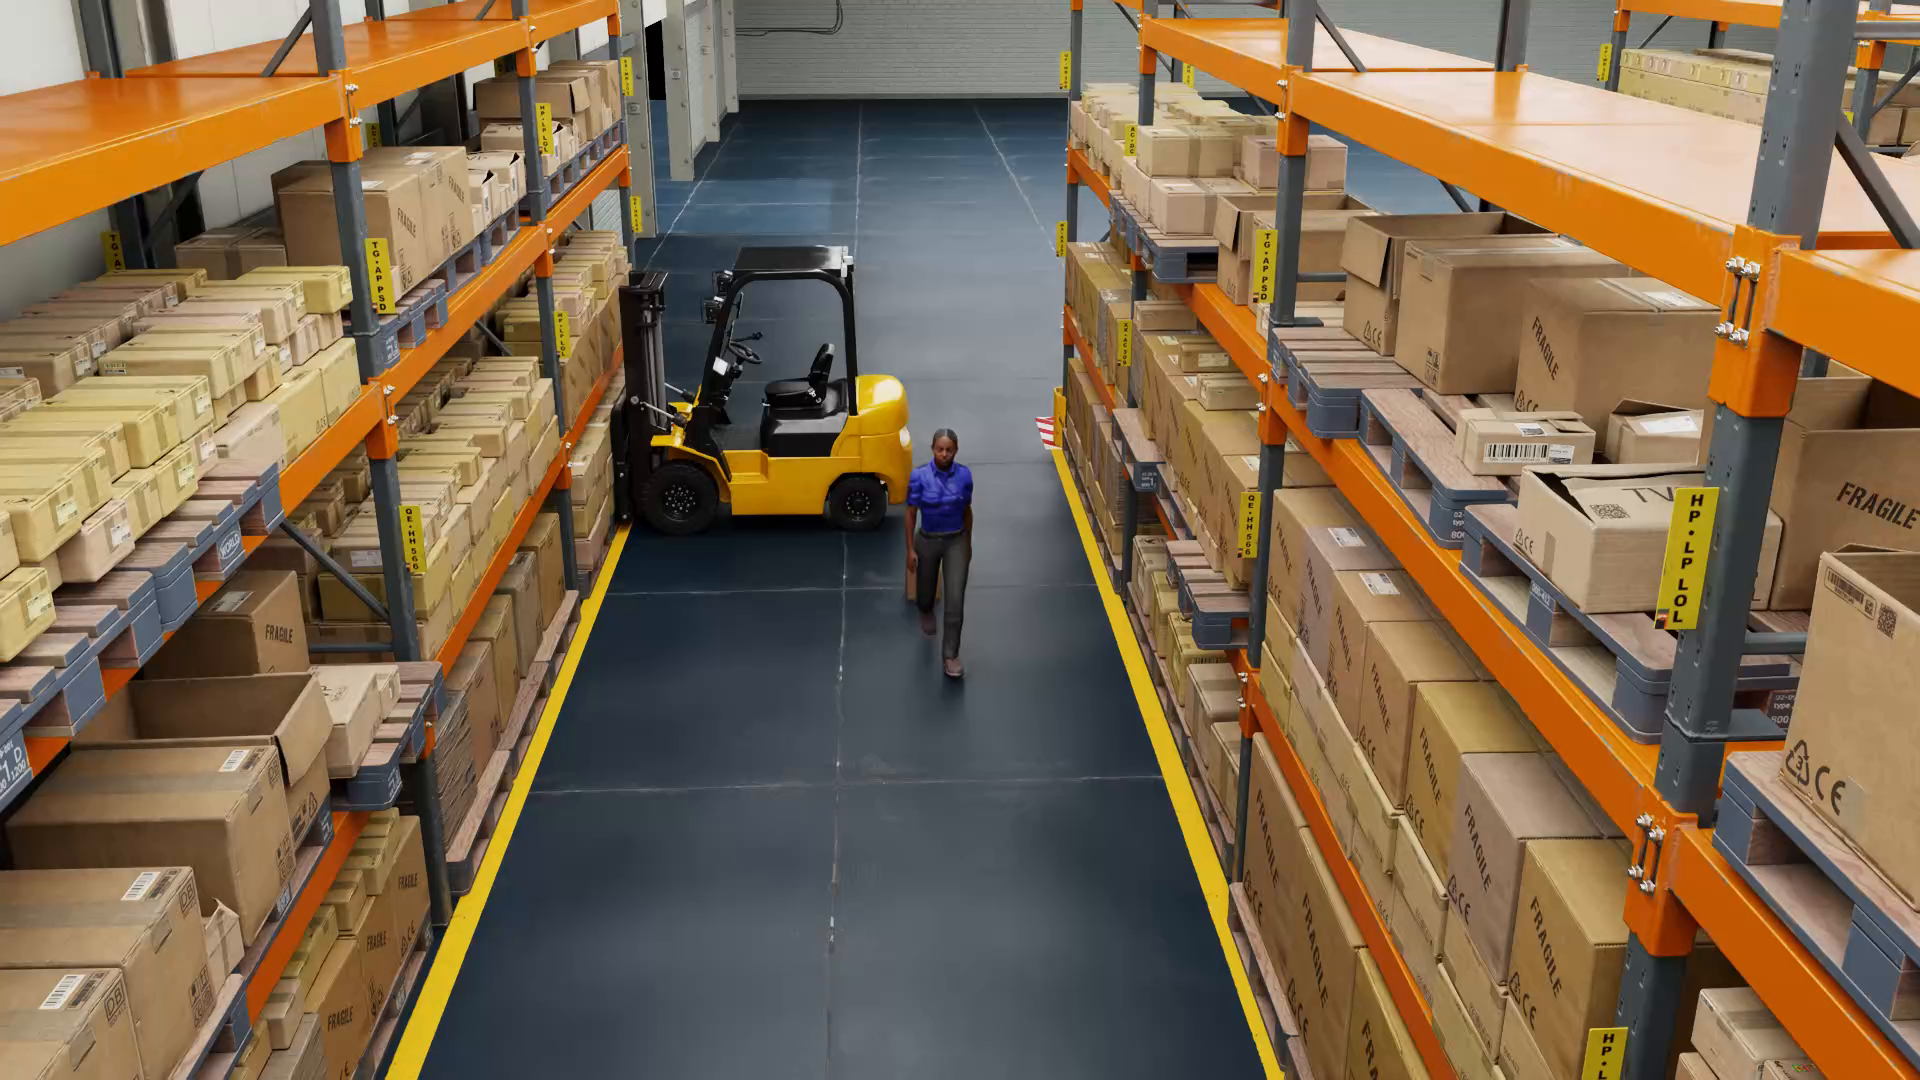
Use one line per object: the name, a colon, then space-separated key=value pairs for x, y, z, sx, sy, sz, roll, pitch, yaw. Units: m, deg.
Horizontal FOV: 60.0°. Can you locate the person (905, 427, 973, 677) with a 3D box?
person: x=-0.143 y=0.012 z=11.034 sx=0.459 sy=1.617 sz=0.877 roll=-2 pitch=21 yaw=-7
